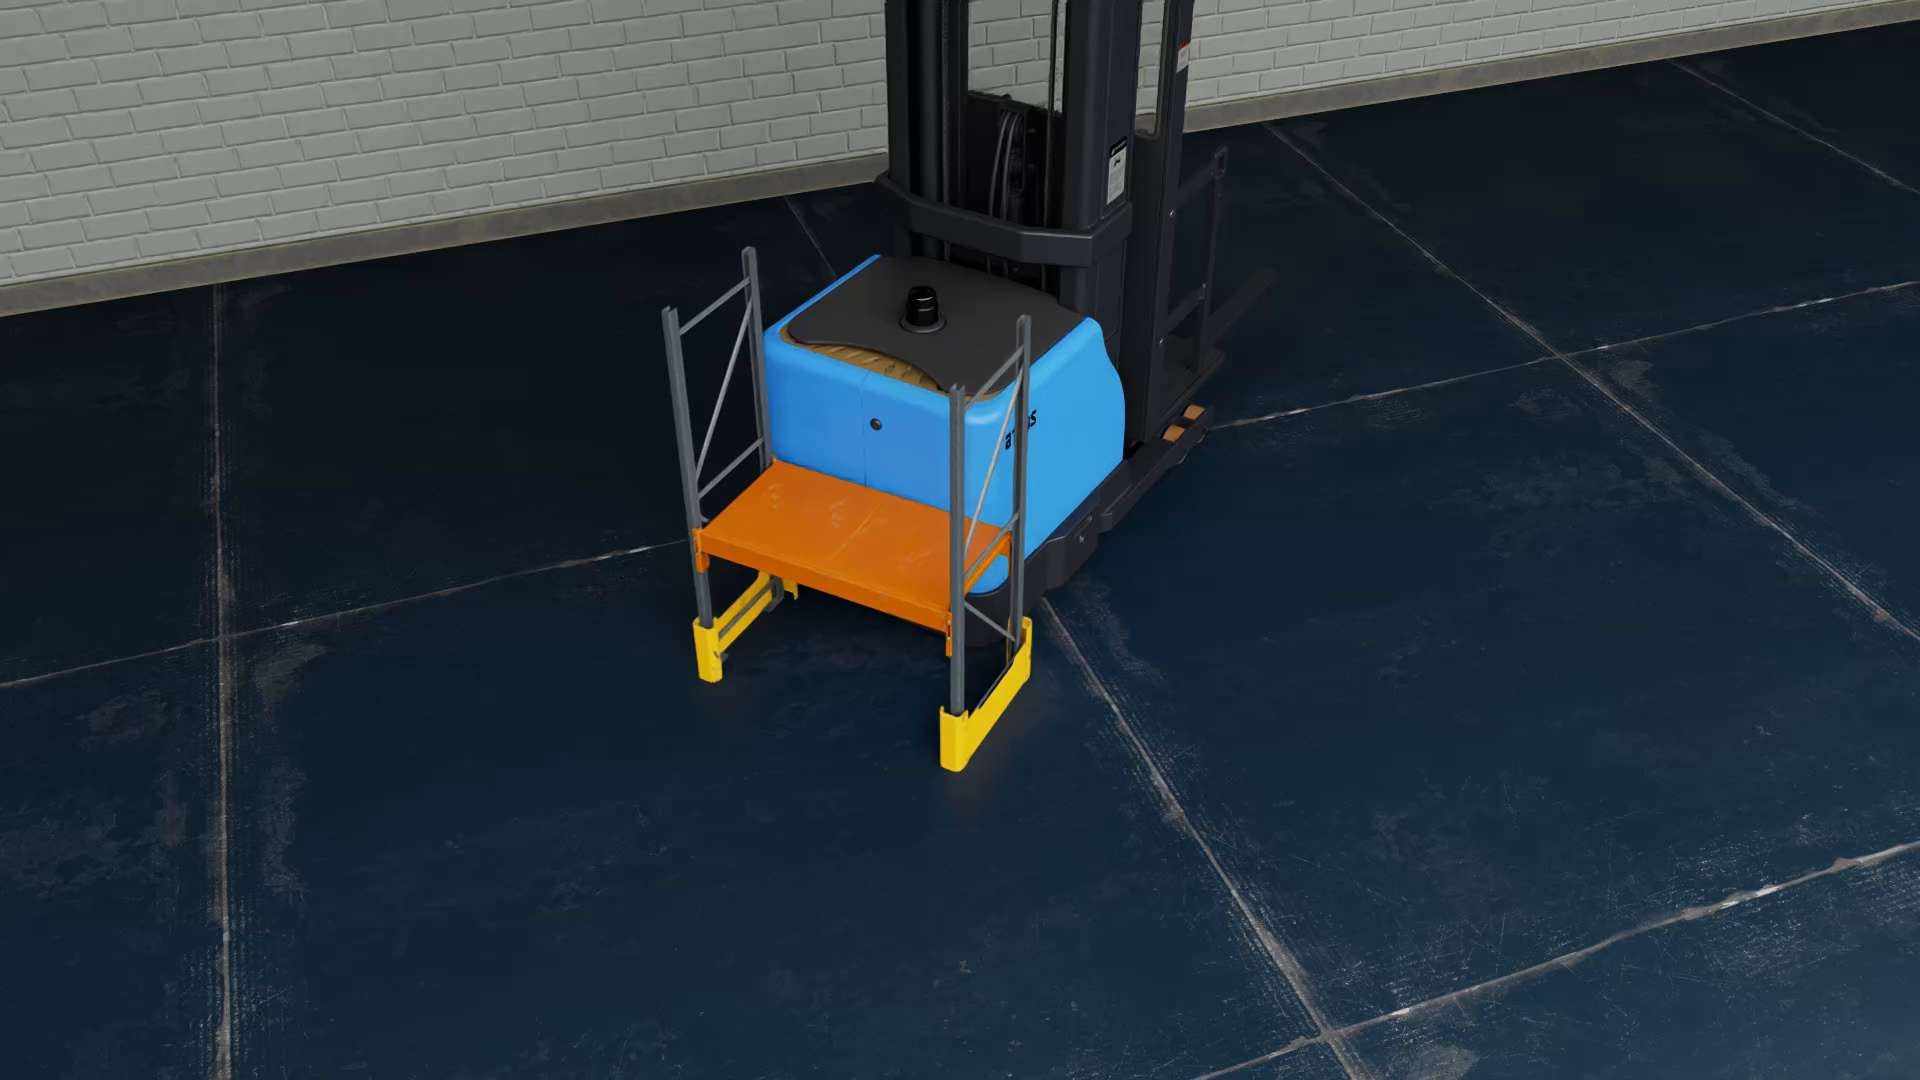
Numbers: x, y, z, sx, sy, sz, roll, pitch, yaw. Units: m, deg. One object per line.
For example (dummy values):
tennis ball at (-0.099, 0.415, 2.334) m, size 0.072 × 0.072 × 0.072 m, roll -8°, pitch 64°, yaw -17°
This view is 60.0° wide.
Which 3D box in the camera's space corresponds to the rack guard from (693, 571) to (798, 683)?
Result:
rack guard at (-0.792, 0.257, 6.201) m, size 0.087 × 0.250 × 0.587 m, roll 17°, pitch 40°, yaw 21°

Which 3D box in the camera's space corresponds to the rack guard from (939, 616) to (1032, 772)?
rack guard at (0.094, 0.531, 5.837) m, size 0.087 × 0.250 × 0.587 m, roll 17°, pitch 40°, yaw 21°

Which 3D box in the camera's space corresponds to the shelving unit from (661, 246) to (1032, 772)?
shelving unit at (-0.349, -0.105, 5.643) m, size 1.083 × 1.500 × 0.587 m, roll 17°, pitch 40°, yaw 21°

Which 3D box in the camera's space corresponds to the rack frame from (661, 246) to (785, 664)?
rack frame at (-0.809, -0.247, 5.832) m, size 0.032 × 1.500 × 0.500 m, roll 17°, pitch 40°, yaw 21°

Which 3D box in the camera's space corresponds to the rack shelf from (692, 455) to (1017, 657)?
rack shelf at (-0.357, 0.036, 5.754) m, size 1.000 × 0.185 × 0.538 m, roll 17°, pitch 40°, yaw 21°

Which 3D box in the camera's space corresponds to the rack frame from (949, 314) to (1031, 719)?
rack frame at (0.095, 0.032, 5.461) m, size 0.032 × 1.500 × 0.500 m, roll 17°, pitch 40°, yaw 21°

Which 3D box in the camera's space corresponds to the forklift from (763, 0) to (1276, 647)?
forklift at (0.458, -1.635, 6.485) m, size 1.130 × 2.935 × 3.031 m, roll 21°, pitch 42°, yaw 25°
